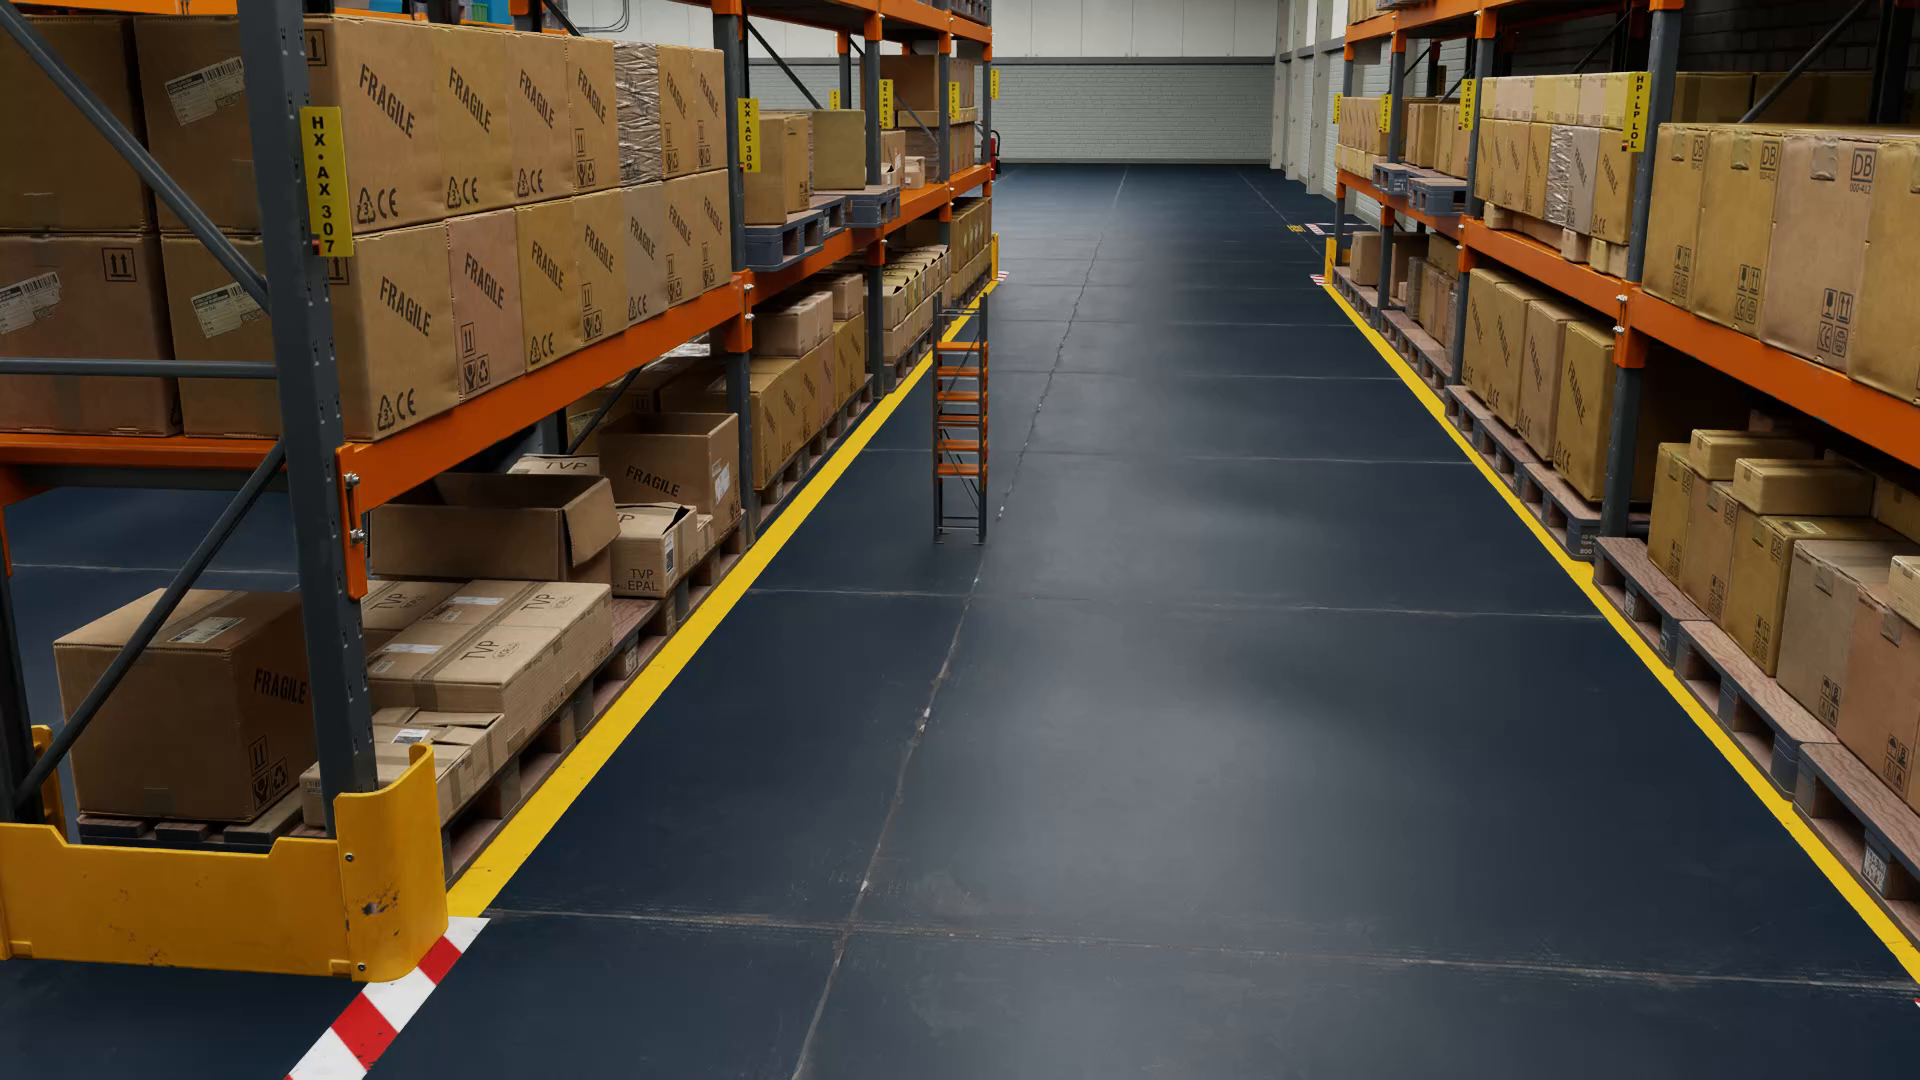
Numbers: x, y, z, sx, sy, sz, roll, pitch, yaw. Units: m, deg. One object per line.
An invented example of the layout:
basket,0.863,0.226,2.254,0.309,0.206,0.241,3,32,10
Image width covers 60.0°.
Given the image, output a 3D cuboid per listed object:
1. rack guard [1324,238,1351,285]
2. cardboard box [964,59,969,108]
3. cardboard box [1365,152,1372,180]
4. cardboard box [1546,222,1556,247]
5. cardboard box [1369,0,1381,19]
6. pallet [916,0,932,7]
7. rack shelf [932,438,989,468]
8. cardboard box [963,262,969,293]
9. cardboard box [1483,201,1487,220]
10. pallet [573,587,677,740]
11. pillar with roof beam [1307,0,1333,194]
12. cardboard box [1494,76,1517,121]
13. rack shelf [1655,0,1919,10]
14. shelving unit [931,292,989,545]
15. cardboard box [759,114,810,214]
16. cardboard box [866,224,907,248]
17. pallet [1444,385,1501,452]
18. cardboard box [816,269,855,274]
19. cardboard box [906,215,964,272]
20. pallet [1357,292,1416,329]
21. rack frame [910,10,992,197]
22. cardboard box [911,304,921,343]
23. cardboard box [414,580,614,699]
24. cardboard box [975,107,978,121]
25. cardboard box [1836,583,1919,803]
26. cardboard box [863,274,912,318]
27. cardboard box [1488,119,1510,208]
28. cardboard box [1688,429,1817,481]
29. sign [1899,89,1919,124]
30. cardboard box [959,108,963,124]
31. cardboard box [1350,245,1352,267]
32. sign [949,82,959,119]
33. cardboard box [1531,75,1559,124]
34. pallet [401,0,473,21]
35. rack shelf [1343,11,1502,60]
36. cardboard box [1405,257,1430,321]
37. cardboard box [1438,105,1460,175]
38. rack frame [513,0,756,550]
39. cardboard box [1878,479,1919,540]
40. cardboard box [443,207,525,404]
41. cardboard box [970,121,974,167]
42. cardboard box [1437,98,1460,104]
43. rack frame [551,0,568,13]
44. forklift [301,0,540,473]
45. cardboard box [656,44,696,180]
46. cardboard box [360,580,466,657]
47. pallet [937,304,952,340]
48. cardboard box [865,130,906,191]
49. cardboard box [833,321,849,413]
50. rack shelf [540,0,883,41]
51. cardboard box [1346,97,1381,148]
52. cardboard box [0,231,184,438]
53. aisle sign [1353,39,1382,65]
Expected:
rack guard,4.768,-3.172,18.933,1.175,0.500,0.348,2,15,6
cardboard box,-0.271,-4.946,18.032,0.700,0.500,0.500,1,15,5
cardboard box,4.142,-3.559,15.825,0.500,0.250,0.500,2,15,7
cardboard box,3.408,-1.667,9.023,0.380,0.149,0.250,2,15,8
cardboard box,4.231,-5.280,15.967,0.500,0.500,0.500,1,15,4
pallet,-0.684,-4.632,14.165,0.805,0.209,1.217,1,15,4
rack shelf,0.002,-0.424,8.062,0.258,0.103,0.180,2,15,6
cardboard box,-0.182,-2.622,16.574,0.500,0.250,0.500,2,15,6
cardboard box,3.607,-2.133,10.746,0.380,0.149,0.250,1,15,5
pallet,-1.713,0.411,6.238,1.003,0.211,1.213,2,15,6
pillar with roof beam,3.311,-11.882,34.865,9.100,9.000,0.400,2,15,6
cardboard box,3.507,-2.637,9.931,0.500,0.250,0.500,1,15,5
rack shelf,3.197,-1.868,4.954,1.077,0.370,4.000,2,15,6
shelving unit,0.002,-0.583,8.019,0.258,1.200,0.189,2,15,6
cardboard box,-1.209,-1.978,8.735,0.700,0.500,0.500,4,16,15
cardboard box,-0.694,-2.999,16.533,0.500,0.500,0.500,2,15,6
pallet,3.710,-0.775,10.623,1.003,0.211,1.213,2,15,6
cardboard box,-1.122,-2.023,13.286,0.500,0.311,0.500,2,15,6
cardboard box,-0.234,-2.854,15.996,0.500,0.500,0.500,2,15,6
pallet,4.366,-2.190,15.855,1.003,0.211,1.213,2,15,6
rack frame,-0.146,-4.543,19.216,1.000,3.000,0.127,2,15,6
cardboard box,-0.589,-1.736,13.299,0.500,0.250,0.500,1,15,5
cardboard box,-1.495,0.330,5.621,0.500,0.250,0.500,2,15,6
cardboard box,0.001,-4.800,18.731,0.380,0.149,0.250,1,15,5
cardboard box,3.007,0.441,4.767,0.700,0.500,0.500,2,15,6
cardboard box,-0.646,-1.878,12.749,0.500,0.311,0.500,1,15,5
cardboard box,3.497,-2.271,10.013,0.500,0.500,0.500,2,15,8
cardboard box,3.017,-0.320,6.342,0.380,0.149,0.250,2,15,8
sign,3.974,-1.726,6.988,0.100,0.325,0.005,2,15,6
cardboard box,-0.172,-4.397,17.243,0.380,0.149,0.250,1,15,5
cardboard box,4.609,-3.136,18.320,0.500,0.311,0.500,0,15,0
sign,-0.057,-4.013,15.189,0.100,0.325,0.005,2,15,6
cardboard box,3.403,-2.375,8.961,0.500,0.250,0.500,1,15,5
pallet,-5.534,-5.199,16.258,1.213,0.211,1.003,2,15,6
rack shelf,4.551,-4.980,16.464,1.077,0.370,4.000,2,15,6
cardboard box,4.259,-2.175,14.404,0.700,0.500,0.500,2,15,8
cardboard box,4.036,-3.030,12.586,0.700,0.500,0.500,2,15,6
rack frame,-1.500,-1.431,7.706,1.000,3.000,0.127,2,15,6
cardboard box,3.306,-0.098,5.520,0.380,0.149,0.250,1,15,5
cardboard box,-1.586,-0.683,4.749,0.500,0.500,0.500,2,15,6
cardboard box,-0.211,-4.470,18.757,0.700,0.500,0.500,2,15,6
cardboard box,4.586,-3.776,15.191,0.500,0.500,0.500,1,15,5
rack frame,-5.067,-7.586,18.976,1.000,3.000,0.127,2,15,6
forklift,-3.291,-2.055,10.147,1.130,2.935,3.031,0,15,-1
cardboard box,-1.355,-1.690,6.558,0.500,0.500,0.500,1,15,5
cardboard box,-1.997,0.328,5.627,0.500,0.250,0.500,2,15,6
pallet,-0.641,-1.967,15.032,1.003,0.211,1.213,2,15,6
cardboard box,-0.759,-3.218,14.126,0.500,0.500,0.500,3,15,10
cardboard box,-0.979,-1.090,10.393,0.500,0.500,0.500,1,15,4
rack shelf,-1.274,-3.050,9.327,1.077,0.370,4.000,2,15,6
cardboard box,4.294,-4.321,17.206,0.500,0.500,0.500,1,15,4
cardboard box,-2.171,-0.566,4.316,0.500,0.500,0.500,2,15,8
aisle sign,4.487,-5.680,18.442,0.394,0.787,0.004,2,15,6
